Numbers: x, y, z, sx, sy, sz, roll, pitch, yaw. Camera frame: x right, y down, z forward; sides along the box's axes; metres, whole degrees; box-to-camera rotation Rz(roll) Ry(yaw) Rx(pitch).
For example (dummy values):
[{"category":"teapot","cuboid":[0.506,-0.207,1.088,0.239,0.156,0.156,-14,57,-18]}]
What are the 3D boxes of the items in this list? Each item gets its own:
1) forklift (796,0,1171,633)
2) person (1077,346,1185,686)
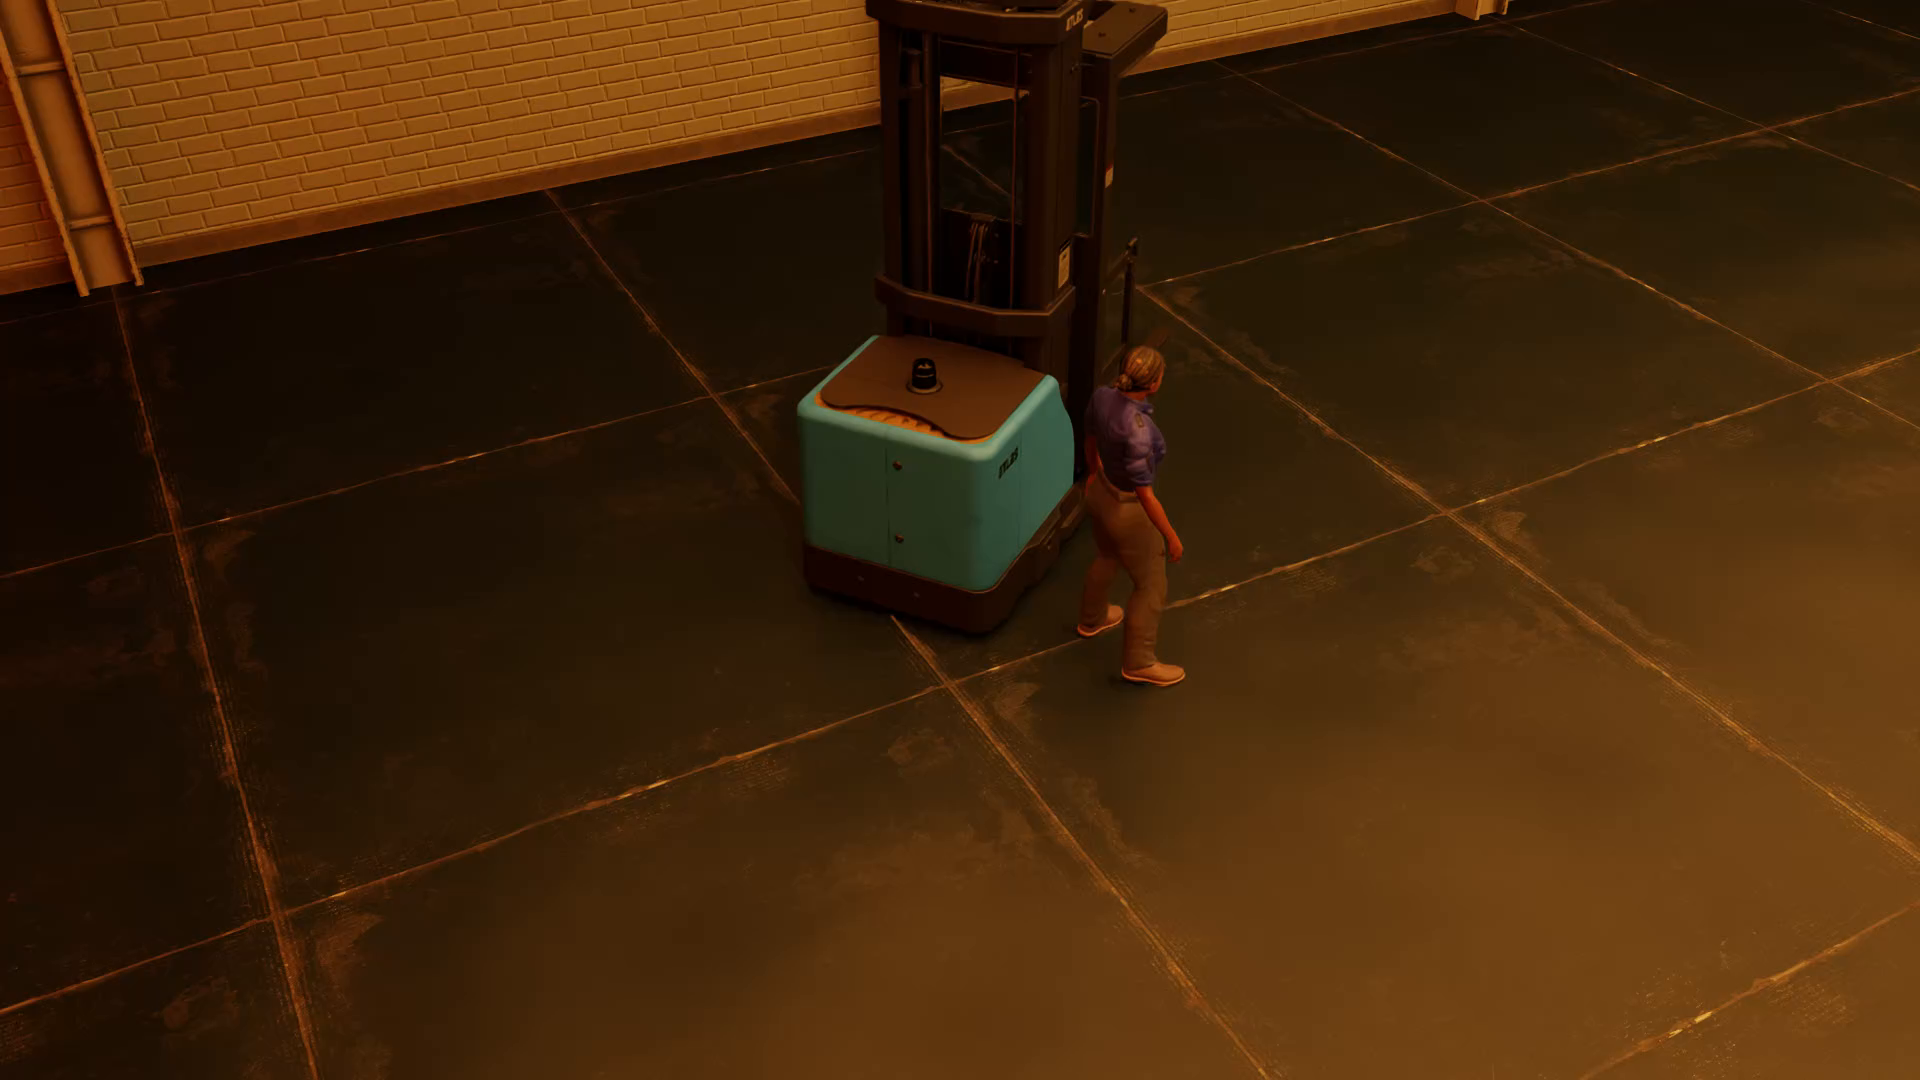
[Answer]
[{"category":"forklift","cuboid":[0.318,-1.594,8.378,1.130,2.935,3.031,16,38,21]},{"category":"person","cuboid":[0.779,-0.133,7.432,0.363,1.661,0.650,-13,37,-18]}]
